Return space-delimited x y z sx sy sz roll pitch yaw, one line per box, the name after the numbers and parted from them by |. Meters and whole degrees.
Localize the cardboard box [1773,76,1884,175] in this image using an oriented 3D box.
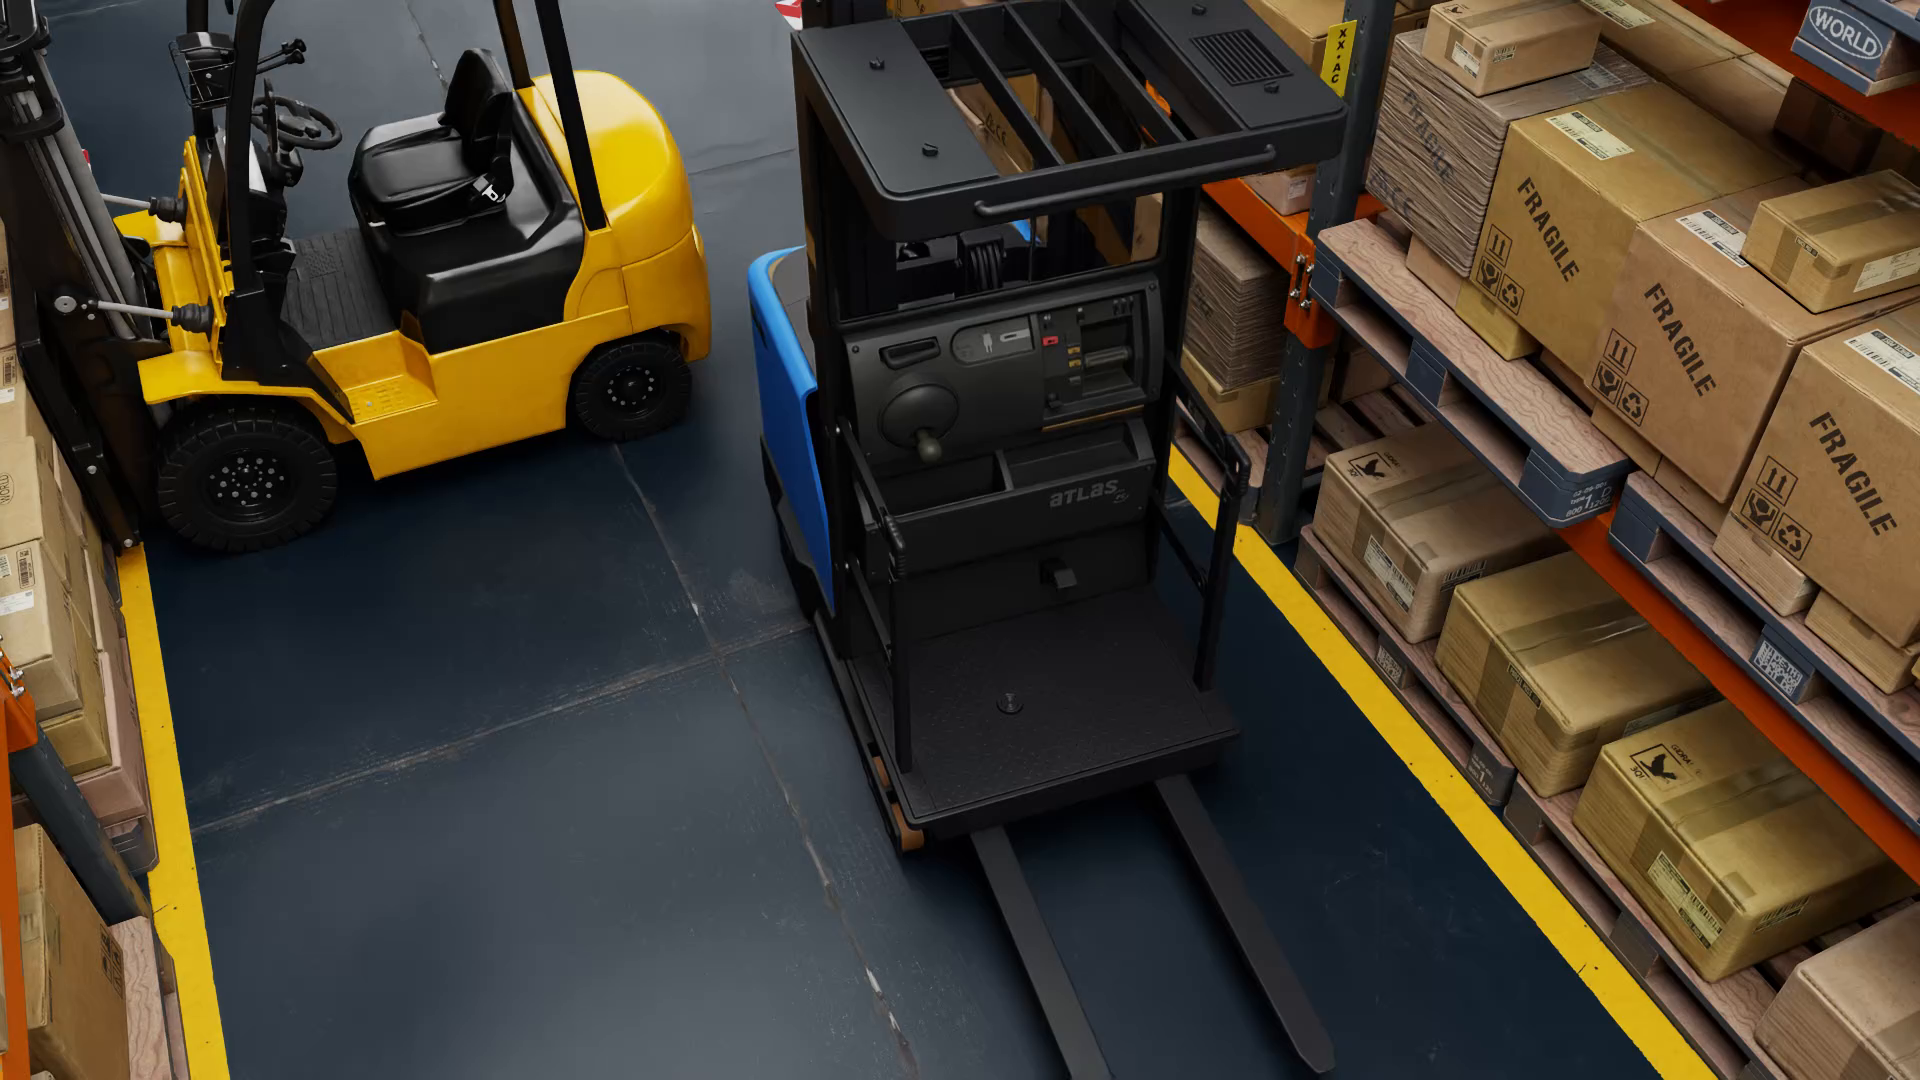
2.292 -1.082 4.167 0.380 0.149 0.250 -19 48 -19 | cardboard box

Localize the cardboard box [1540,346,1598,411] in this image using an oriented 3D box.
1.823 -0.518 4.519 0.380 0.149 0.250 -15 47 -15 | cardboard box

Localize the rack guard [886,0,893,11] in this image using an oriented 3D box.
-0.059 -2.834 8.766 1.175 0.500 0.348 -18 47 -17 | rack guard

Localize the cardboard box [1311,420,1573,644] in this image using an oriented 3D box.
1.814 -0.104 5.791 0.950 0.372 0.625 -17 47 -17 | cardboard box

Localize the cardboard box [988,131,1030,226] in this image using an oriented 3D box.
0.446 -1.676 7.471 0.500 0.250 0.500 -15 47 -15 | cardboard box

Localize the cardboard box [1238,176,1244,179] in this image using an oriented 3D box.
1.068 -1.405 5.718 0.380 0.149 0.250 -17 47 -17 | cardboard box

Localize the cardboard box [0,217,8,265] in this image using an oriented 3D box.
-3.675 -0.987 6.061 0.500 0.250 0.500 -17 47 -17 | cardboard box

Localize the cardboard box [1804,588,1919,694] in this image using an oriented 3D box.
2.198 0.162 3.830 0.380 0.149 0.250 -19 48 -19 | cardboard box

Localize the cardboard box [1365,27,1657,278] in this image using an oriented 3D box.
1.528 -1.131 4.678 0.500 0.500 0.500 -17 47 -16 | cardboard box

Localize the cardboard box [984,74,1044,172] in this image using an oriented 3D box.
0.435 -1.945 7.210 0.500 0.500 0.500 -17 47 -17 | cardboard box

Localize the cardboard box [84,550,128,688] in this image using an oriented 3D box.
-3.041 0.349 5.419 0.500 0.250 0.500 -19 48 -18 | cardboard box

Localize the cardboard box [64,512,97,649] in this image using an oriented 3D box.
-3.048 0.177 5.238 0.500 0.250 0.500 -18 47 -18 | cardboard box

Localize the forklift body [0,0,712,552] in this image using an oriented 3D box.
-2.140 -1.332 6.069 2.313 2.155 1.214 -18 47 -17 | forklift body

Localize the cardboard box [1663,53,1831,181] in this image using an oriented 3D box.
2.203 -0.972 4.517 0.500 0.500 0.500 -18 47 -17 | cardboard box

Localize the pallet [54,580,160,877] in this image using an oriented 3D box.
-3.207 0.718 5.371 1.003 0.211 1.213 -18 47 -17 | pallet

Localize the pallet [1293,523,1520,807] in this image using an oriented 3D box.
1.920 0.265 5.831 1.003 0.211 1.213 -18 47 -17 | pallet

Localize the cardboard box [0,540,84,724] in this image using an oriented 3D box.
-2.829 0.318 4.739 0.500 0.250 0.500 -19 48 -18 | cardboard box

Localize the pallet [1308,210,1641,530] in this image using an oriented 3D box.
1.781 -0.625 4.884 1.003 0.211 1.213 -18 47 -17 | pallet

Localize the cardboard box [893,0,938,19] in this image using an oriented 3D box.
0.008 -2.599 7.873 0.500 0.500 0.500 -20 48 -19 | cardboard box

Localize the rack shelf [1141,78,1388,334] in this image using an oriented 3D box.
0.750 -2.242 6.898 1.077 0.370 4.000 -18 47 -17 | rack shelf

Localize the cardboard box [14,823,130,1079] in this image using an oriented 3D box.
-2.681 1.270 4.219 0.875 0.625 0.625 -16 47 -16 | cardboard box

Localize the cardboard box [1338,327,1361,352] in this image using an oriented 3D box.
1.588 -1.117 6.371 0.500 0.500 0.500 -16 47 -16 | cardboard box

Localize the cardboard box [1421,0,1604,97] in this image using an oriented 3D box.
1.468 -1.341 4.429 0.380 0.149 0.250 -18 47 -18 | cardboard box

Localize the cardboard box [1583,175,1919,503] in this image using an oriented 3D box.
1.935 -0.493 4.032 0.500 0.500 0.500 -18 47 -18 | cardboard box

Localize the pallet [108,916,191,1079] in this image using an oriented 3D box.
-2.566 1.696 4.381 1.003 0.211 1.213 -18 47 -17 | pallet

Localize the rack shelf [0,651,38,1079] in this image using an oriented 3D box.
-2.070 1.776 2.827 1.077 0.370 4.000 -18 47 -17 | rack shelf

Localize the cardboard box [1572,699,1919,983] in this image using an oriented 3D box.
2.413 0.796 4.880 0.950 0.372 0.625 -17 47 -16 | cardboard box

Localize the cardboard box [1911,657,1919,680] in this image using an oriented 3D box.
2.389 0.180 3.350 0.500 0.500 0.500 -21 48 -20 | cardboard box

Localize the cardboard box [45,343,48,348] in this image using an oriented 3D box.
-3.460 -0.469 5.893 0.500 0.250 0.500 -18 47 -18 | cardboard box

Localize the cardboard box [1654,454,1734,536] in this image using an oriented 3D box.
1.995 -0.184 4.180 0.380 0.149 0.250 -18 47 -17 | cardboard box

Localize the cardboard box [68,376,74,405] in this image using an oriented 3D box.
-3.467 -0.303 6.080 0.500 0.250 0.500 -17 47 -16 | cardboard box

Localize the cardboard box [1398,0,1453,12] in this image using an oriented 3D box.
1.603 -2.065 5.212 0.700 0.500 0.500 -18 48 -18 | cardboard box

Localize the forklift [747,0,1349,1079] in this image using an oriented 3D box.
0.211 -0.389 4.558 1.130 2.935 3.031 -14 46 -13 | forklift

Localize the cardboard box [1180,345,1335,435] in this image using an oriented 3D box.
1.099 -0.691 6.474 0.500 0.250 0.500 -16 47 -16 | cardboard box

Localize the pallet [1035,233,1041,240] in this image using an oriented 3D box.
0.760 -1.427 7.546 1.003 0.211 1.213 -18 47 -17 | pallet

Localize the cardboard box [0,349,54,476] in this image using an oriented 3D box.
-3.255 -0.325 5.390 0.500 0.250 0.500 -17 47 -16 | cardboard box

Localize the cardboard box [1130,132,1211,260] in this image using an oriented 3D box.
0.884 -1.282 6.539 0.500 0.500 0.500 -17 47 -17 | cardboard box

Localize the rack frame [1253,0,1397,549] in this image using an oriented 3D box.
1.591 -1.223 5.354 1.000 3.000 0.127 -18 47 -17 | rack frame

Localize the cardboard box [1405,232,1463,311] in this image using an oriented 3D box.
1.537 -0.838 4.843 0.380 0.149 0.250 -17 47 -17 | cardboard box
